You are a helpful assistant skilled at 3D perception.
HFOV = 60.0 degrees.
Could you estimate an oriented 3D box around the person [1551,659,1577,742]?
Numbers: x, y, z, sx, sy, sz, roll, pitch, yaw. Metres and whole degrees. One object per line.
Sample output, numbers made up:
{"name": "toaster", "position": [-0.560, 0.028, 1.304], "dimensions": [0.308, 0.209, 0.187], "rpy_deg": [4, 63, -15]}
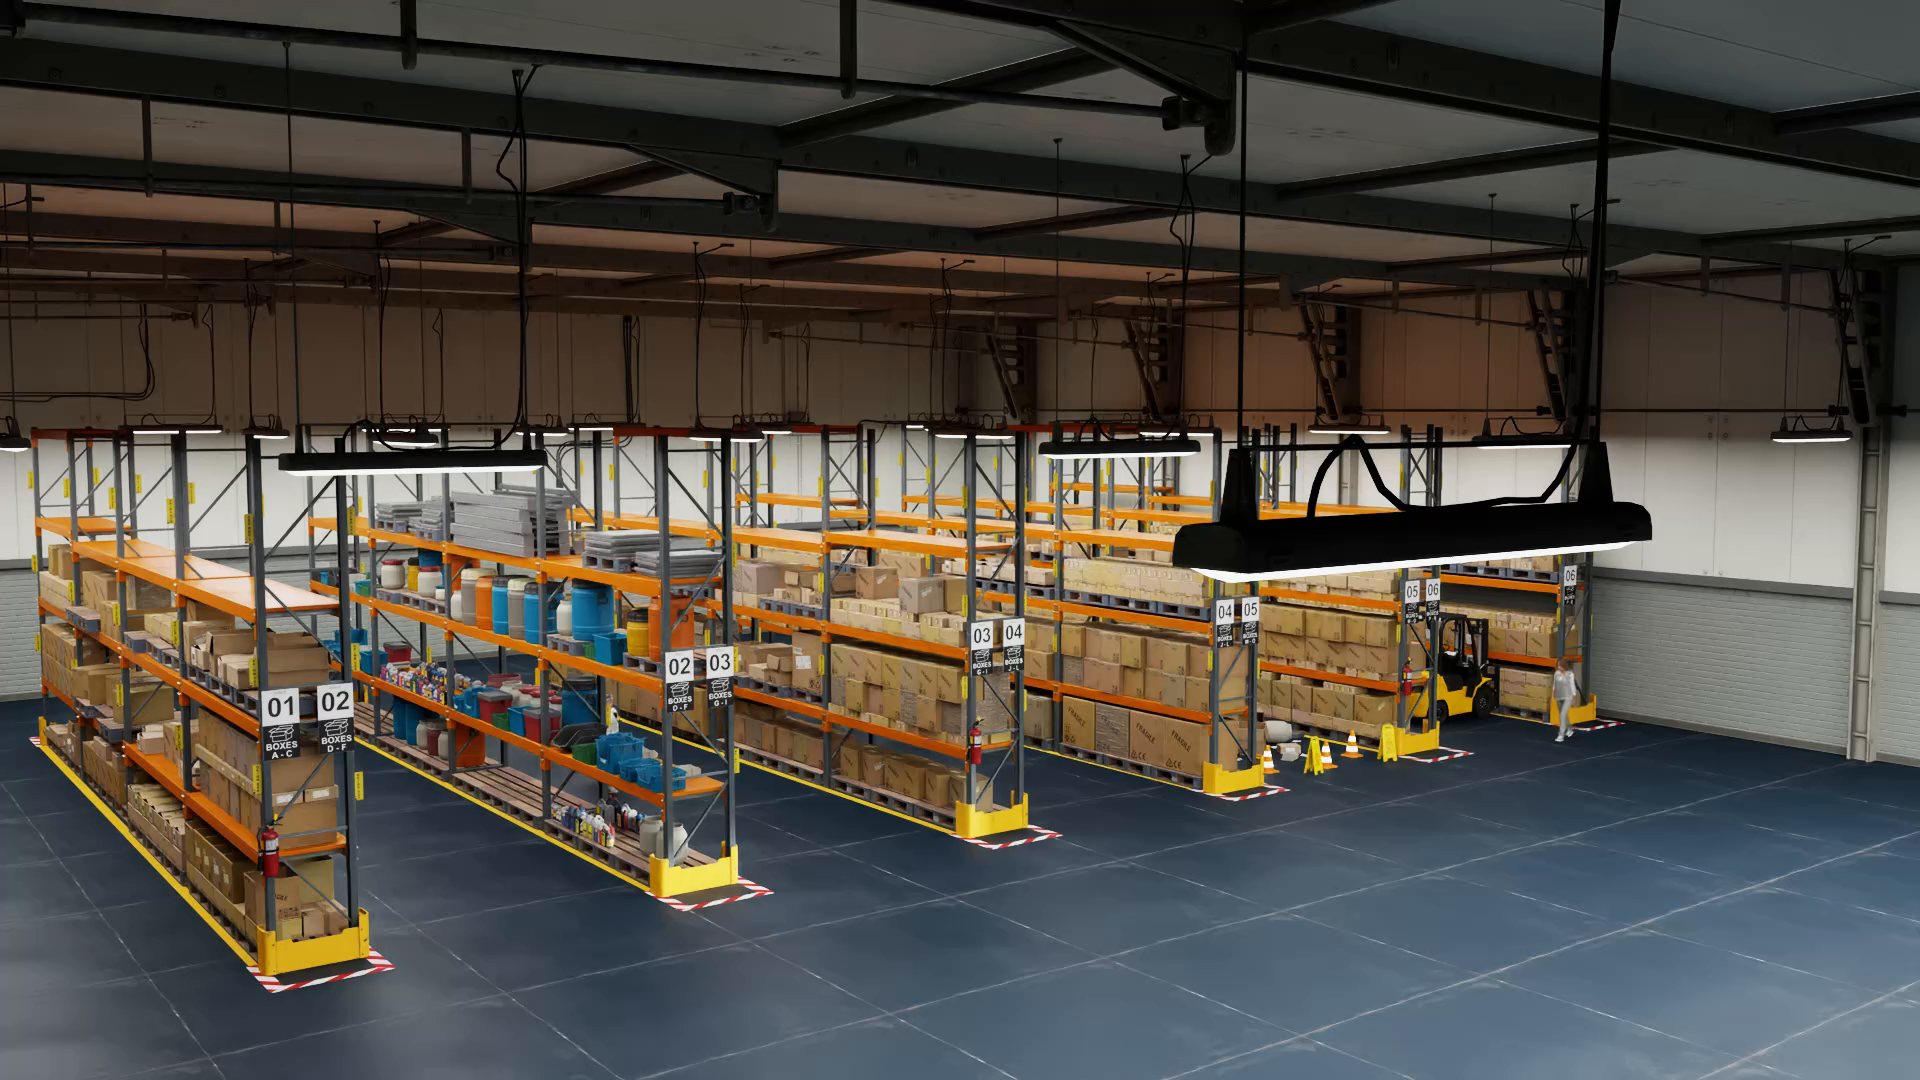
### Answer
{"name": "person", "position": [11.592, 3.046, 31.881], "dimensions": [0.774, 1.558, 0.446], "rpy_deg": [-3, 5, -33]}

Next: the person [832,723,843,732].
{"name": "person", "position": [-2.372, 3.053, 31.373], "dimensions": [0.477, 1.644, 0.518], "rpy_deg": [-2, 5, -25]}

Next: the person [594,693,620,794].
{"name": "person", "position": [-5.884, 3.341, 27.622], "dimensions": [0.909, 1.633, 0.516], "rpy_deg": [4, 6, 39]}
